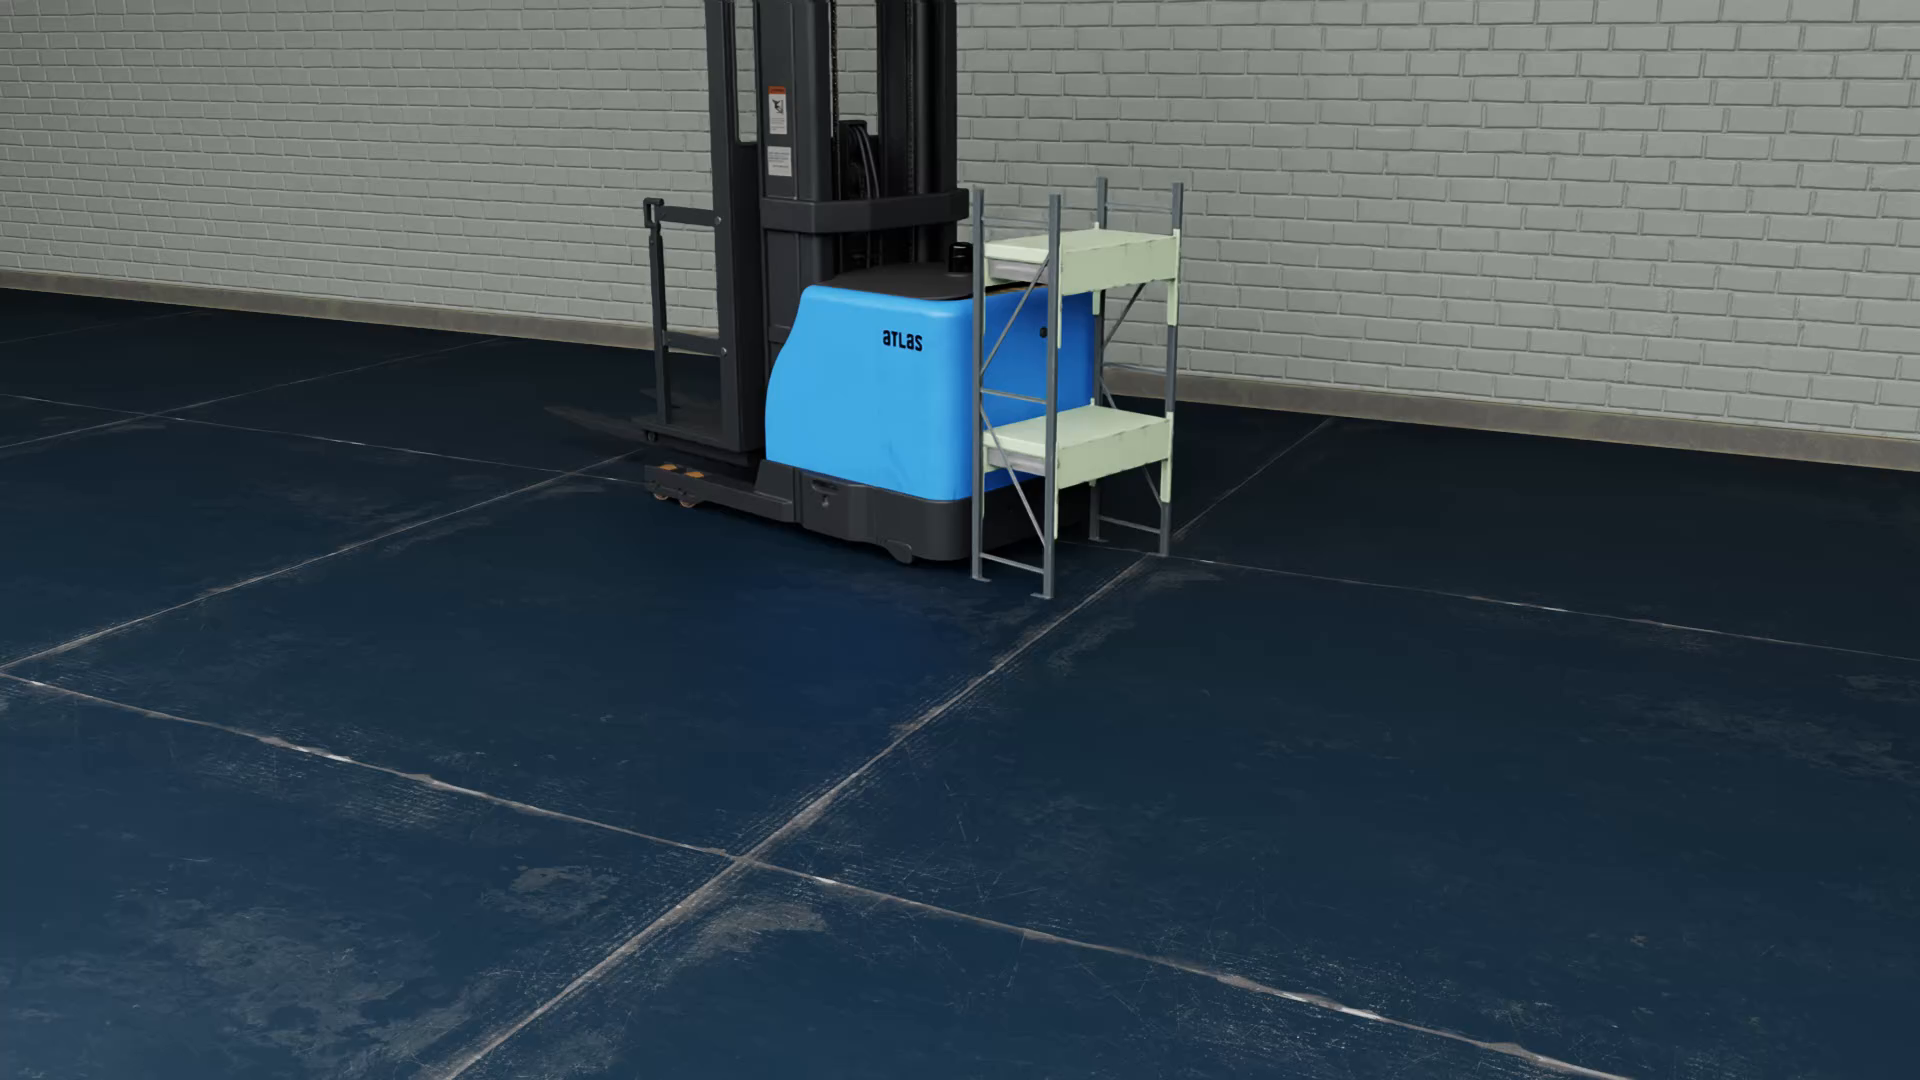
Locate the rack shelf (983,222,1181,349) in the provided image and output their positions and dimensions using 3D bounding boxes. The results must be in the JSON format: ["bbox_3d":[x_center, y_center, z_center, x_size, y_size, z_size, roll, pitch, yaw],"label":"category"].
[{"bbox_3d":[0.451,-0.981,6.322,0.431,0.370,0.720,15,22,41],"label":"rack shelf"}]

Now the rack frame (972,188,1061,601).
[{"bbox_3d":[0.201,-0.531,6.177,0.400,1.500,0.023,15,22,41],"label":"rack frame"}]

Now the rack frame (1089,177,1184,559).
[{"bbox_3d":[0.700,-0.683,6.689,0.400,1.500,0.023,15,22,41],"label":"rack frame"}]

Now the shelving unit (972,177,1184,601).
[{"bbox_3d":[0.450,-0.607,6.433,0.431,1.500,0.755,15,22,41],"label":"shelving unit"}]

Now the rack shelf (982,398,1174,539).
[{"bbox_3d":[0.450,-0.295,6.526,0.431,0.370,0.720,15,22,41],"label":"rack shelf"}]

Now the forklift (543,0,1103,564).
[{"bbox_3d":[-0.808,-1.644,7.412,3.031,2.935,1.130,15,22,41],"label":"forklift"}]
